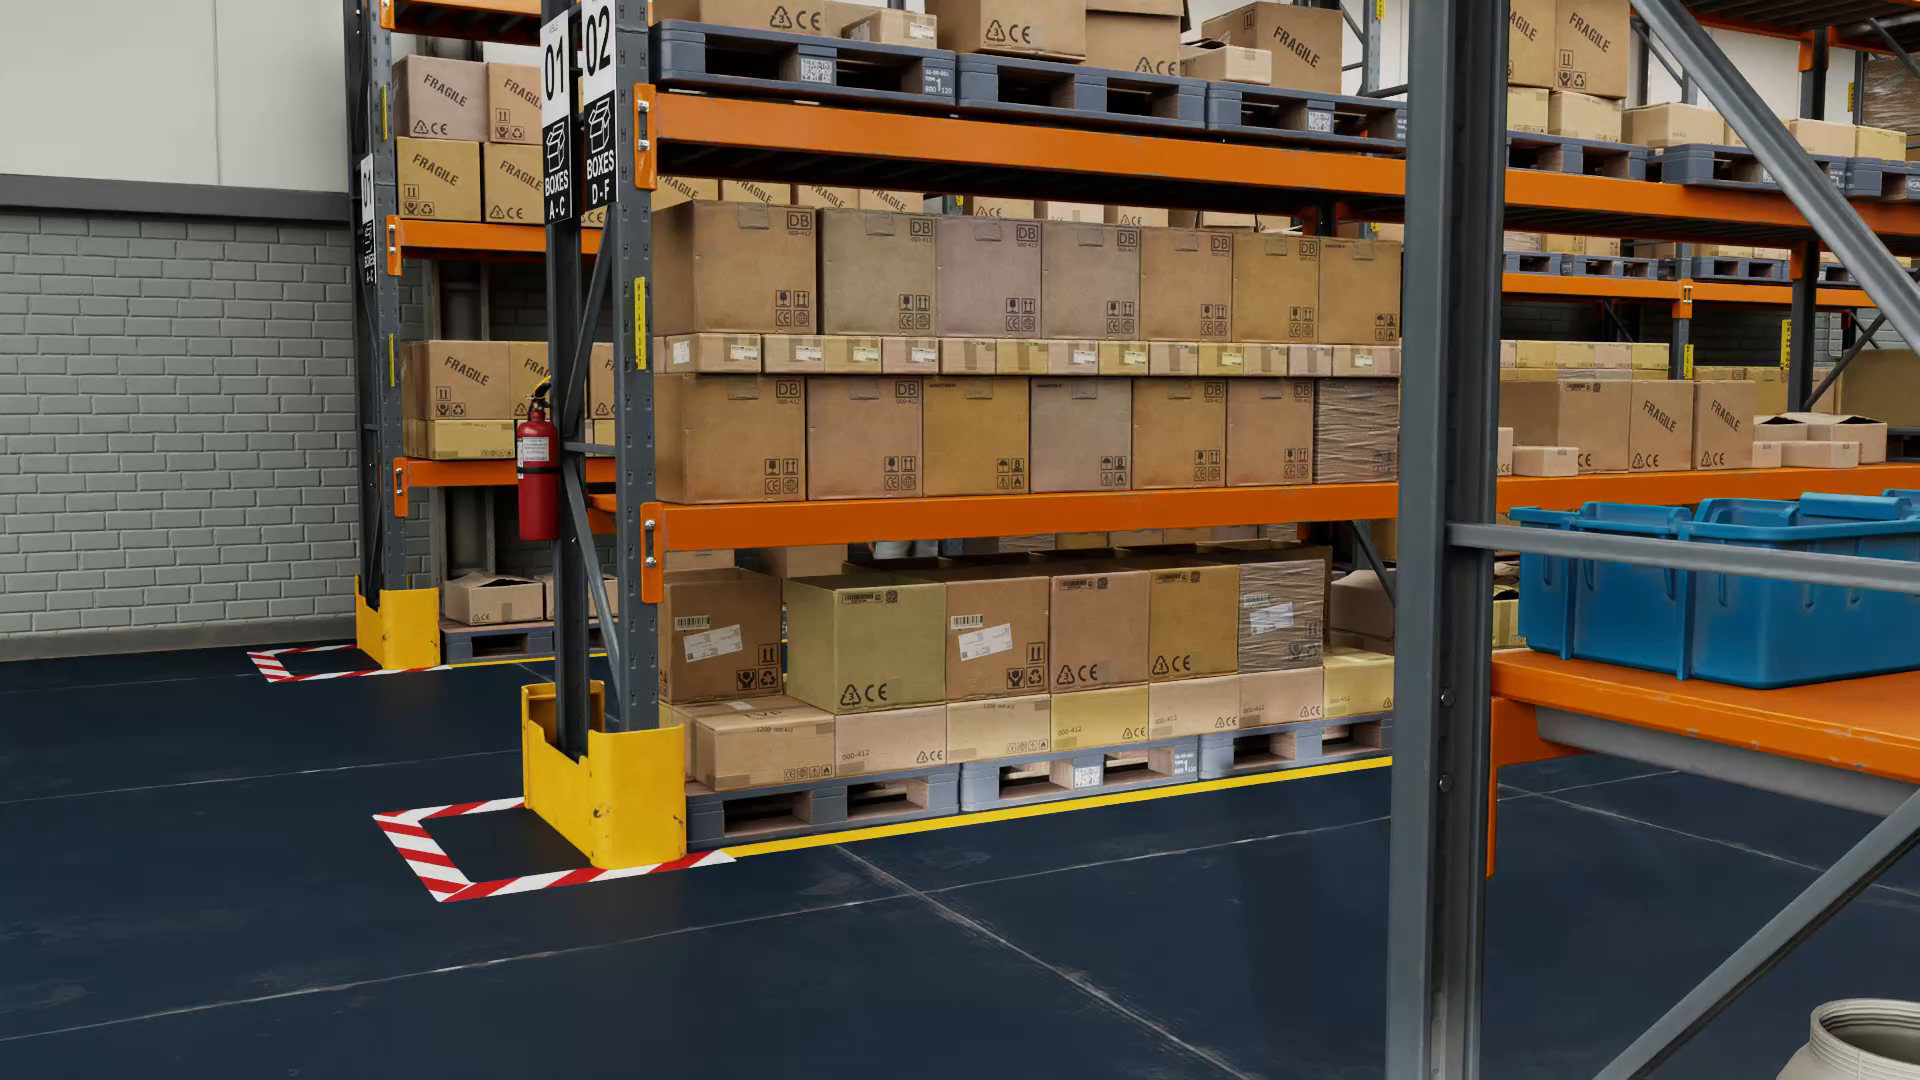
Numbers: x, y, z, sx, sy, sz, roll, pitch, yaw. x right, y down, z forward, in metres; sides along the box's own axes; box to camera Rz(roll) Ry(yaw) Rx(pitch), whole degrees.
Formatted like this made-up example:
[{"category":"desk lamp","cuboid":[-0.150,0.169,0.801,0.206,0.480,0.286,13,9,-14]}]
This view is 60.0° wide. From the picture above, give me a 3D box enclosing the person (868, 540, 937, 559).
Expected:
[{"category":"person","cuboid":[-0.366,-0.082,10.677,0.528,1.749,0.393,-3,6,-27]}]
